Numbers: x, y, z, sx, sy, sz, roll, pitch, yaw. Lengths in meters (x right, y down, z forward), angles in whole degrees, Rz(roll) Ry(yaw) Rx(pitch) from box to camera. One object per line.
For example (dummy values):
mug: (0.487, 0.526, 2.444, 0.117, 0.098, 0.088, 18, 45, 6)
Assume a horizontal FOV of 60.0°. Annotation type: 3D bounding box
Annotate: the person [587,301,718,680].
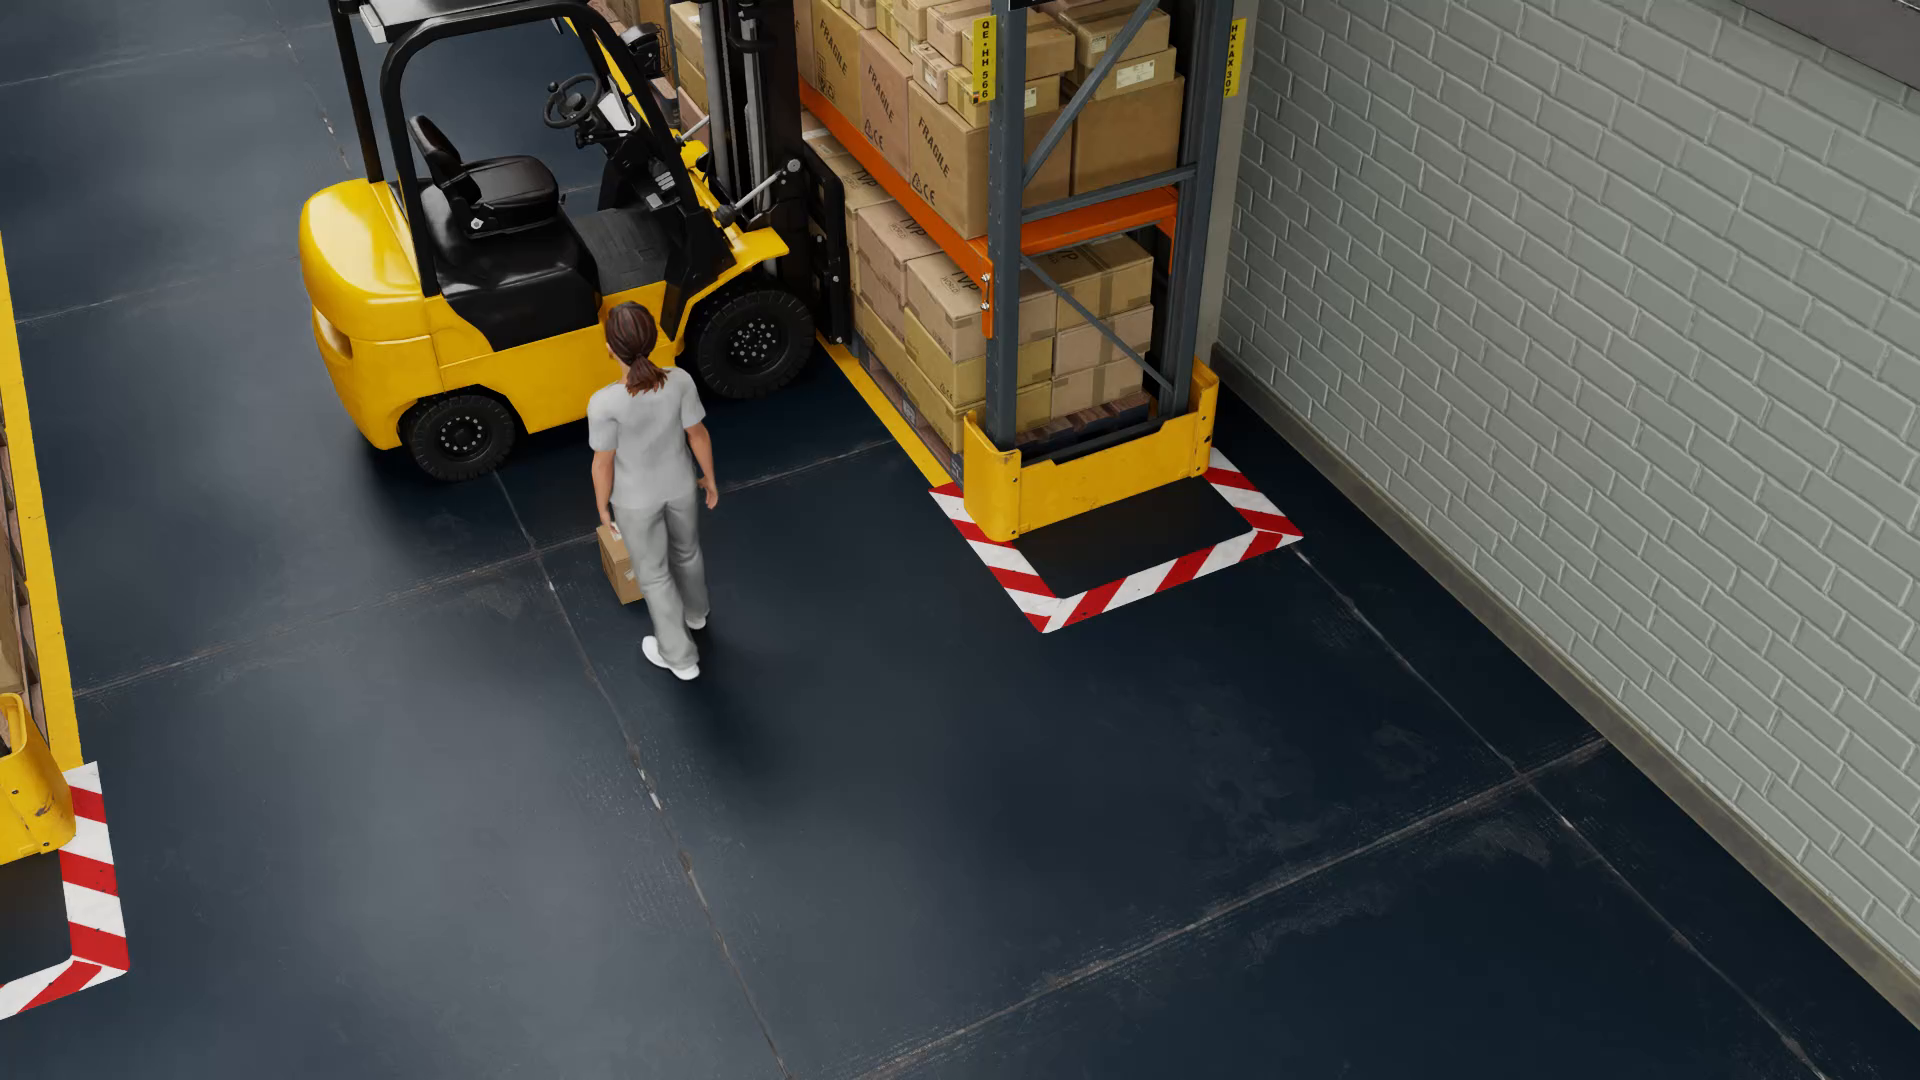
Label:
person: (-1.202, -0.217, 6.393, 0.462, 1.672, 0.565, -24, 47, -25)
